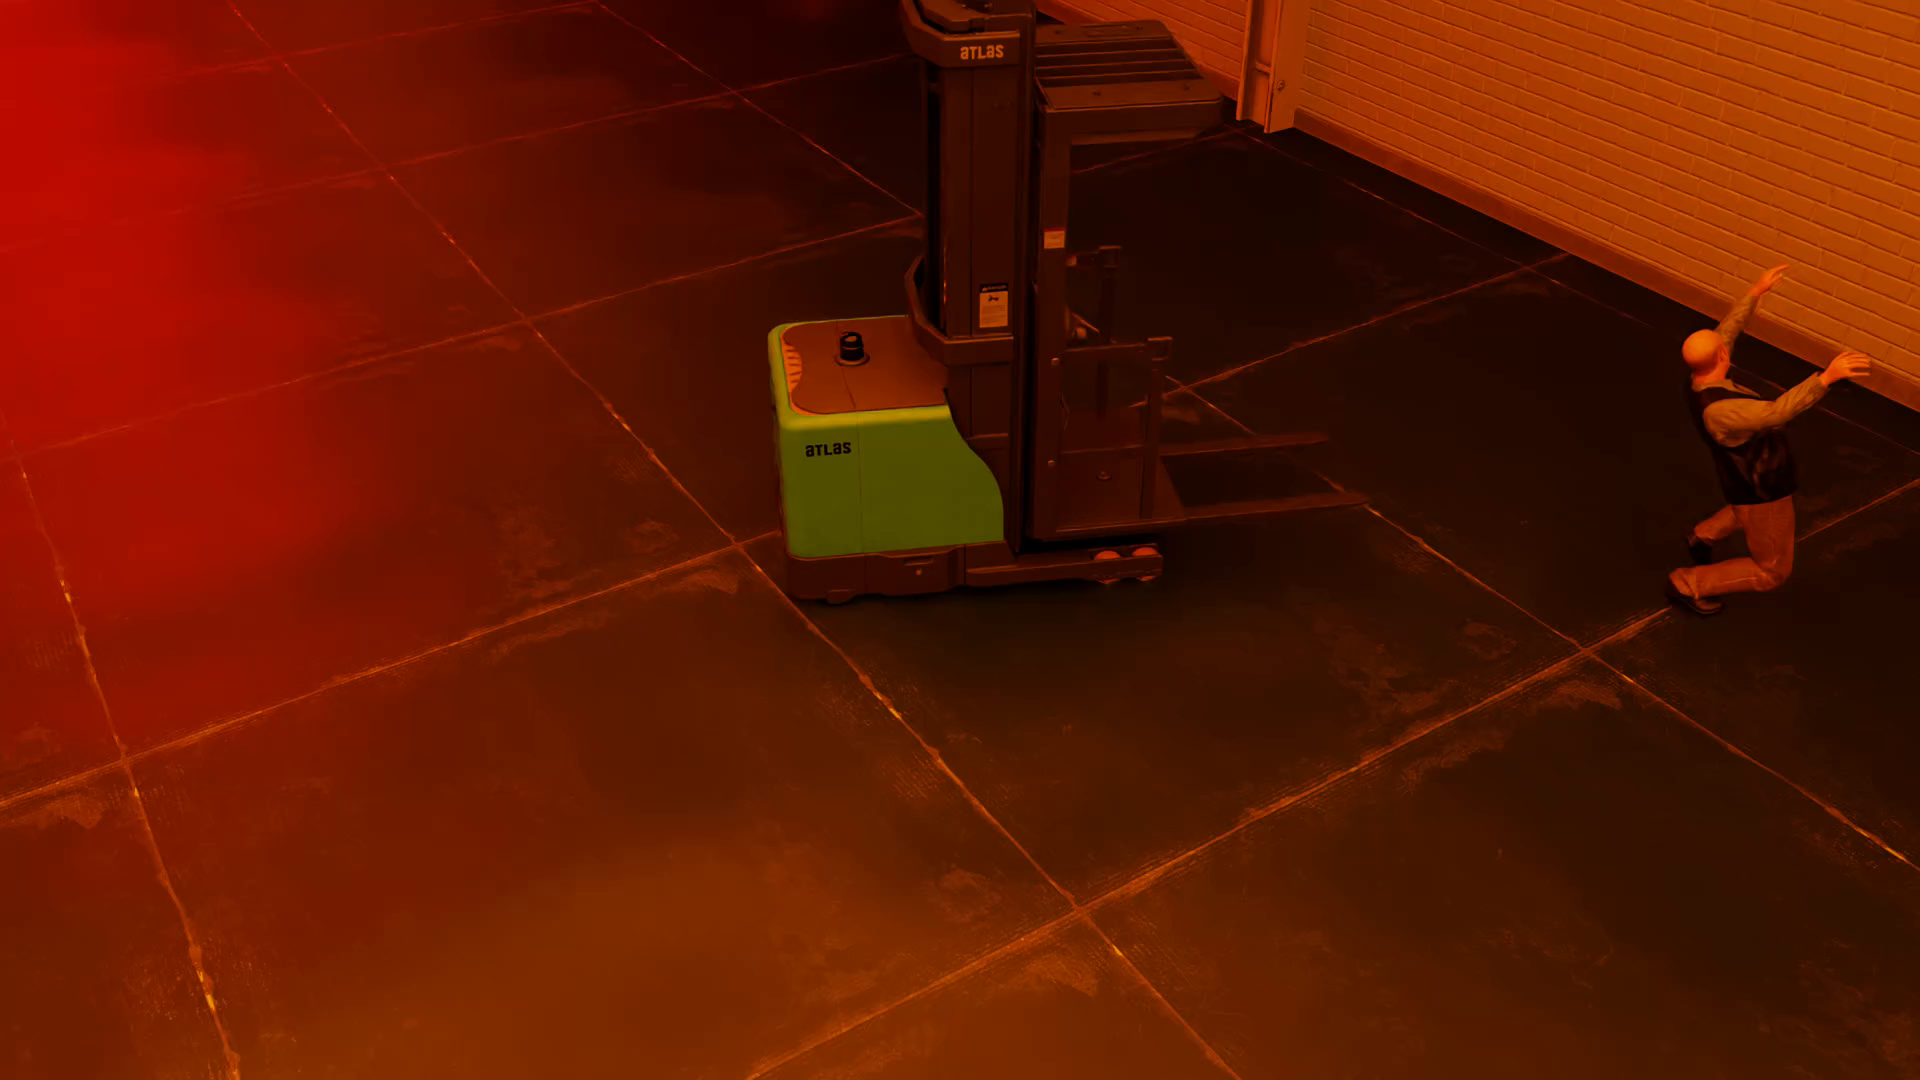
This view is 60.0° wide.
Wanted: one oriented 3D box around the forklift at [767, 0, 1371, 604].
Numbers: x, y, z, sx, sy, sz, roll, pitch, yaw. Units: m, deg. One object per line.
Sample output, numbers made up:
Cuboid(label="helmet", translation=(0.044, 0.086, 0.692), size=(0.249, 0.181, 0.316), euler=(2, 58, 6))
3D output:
Cuboid(label="forklift", translation=(0.579, -1.274, 7.960), size=(3.031, 2.935, 1.130), euler=(-5, 35, -7))

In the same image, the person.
Cuboid(label="person", translation=(3.698, -0.407, 7.912), size=(0.747, 1.602, 0.943), euler=(7, 36, 10))
